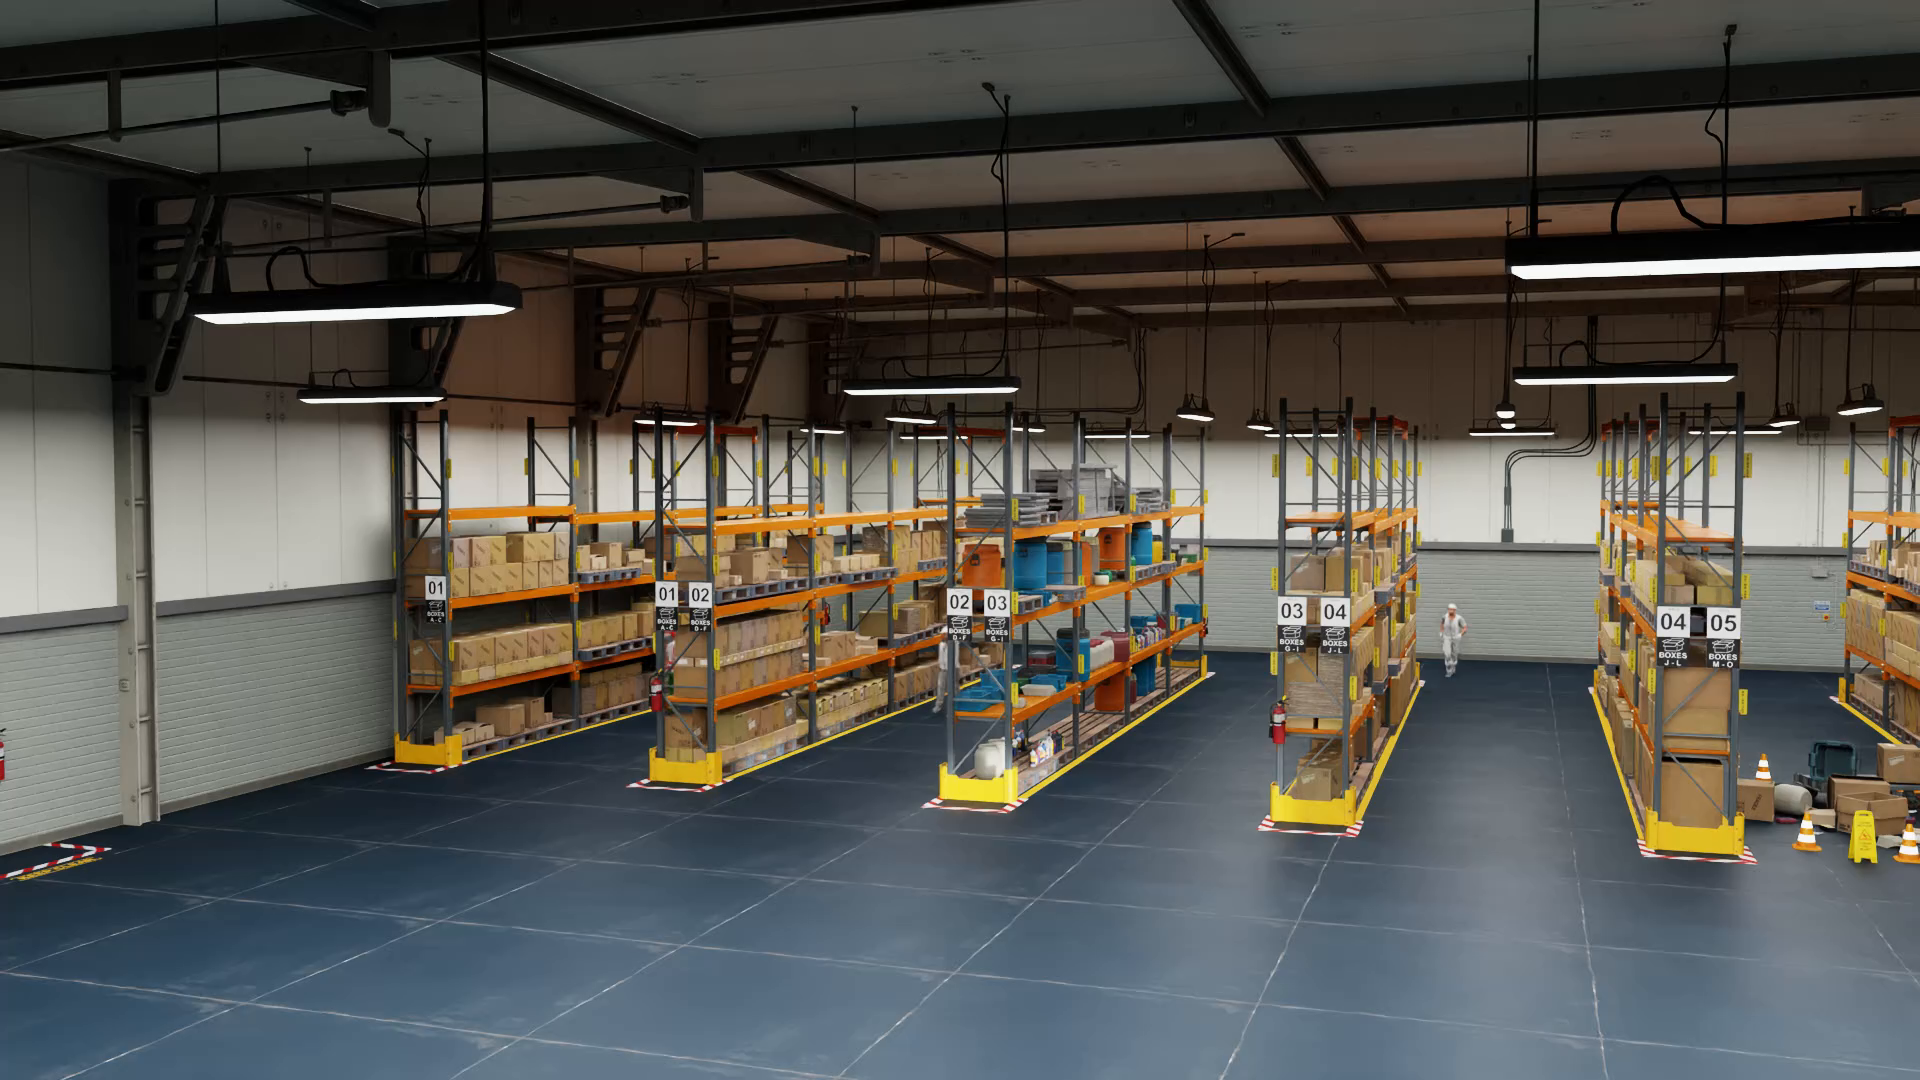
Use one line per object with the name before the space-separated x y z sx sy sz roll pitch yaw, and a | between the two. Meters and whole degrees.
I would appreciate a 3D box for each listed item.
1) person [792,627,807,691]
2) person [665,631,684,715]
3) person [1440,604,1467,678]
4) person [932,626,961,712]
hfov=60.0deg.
person | -3.418 2.672 35.385 0.543 1.658 0.805 0 2 -2
person | -5.733 2.671 33.461 0.577 1.776 0.484 2 3 36
person | 11.891 2.433 40.061 0.605 1.817 0.852 1 3 13
person | -0.272 2.641 34.234 0.565 1.737 0.907 2 3 34
